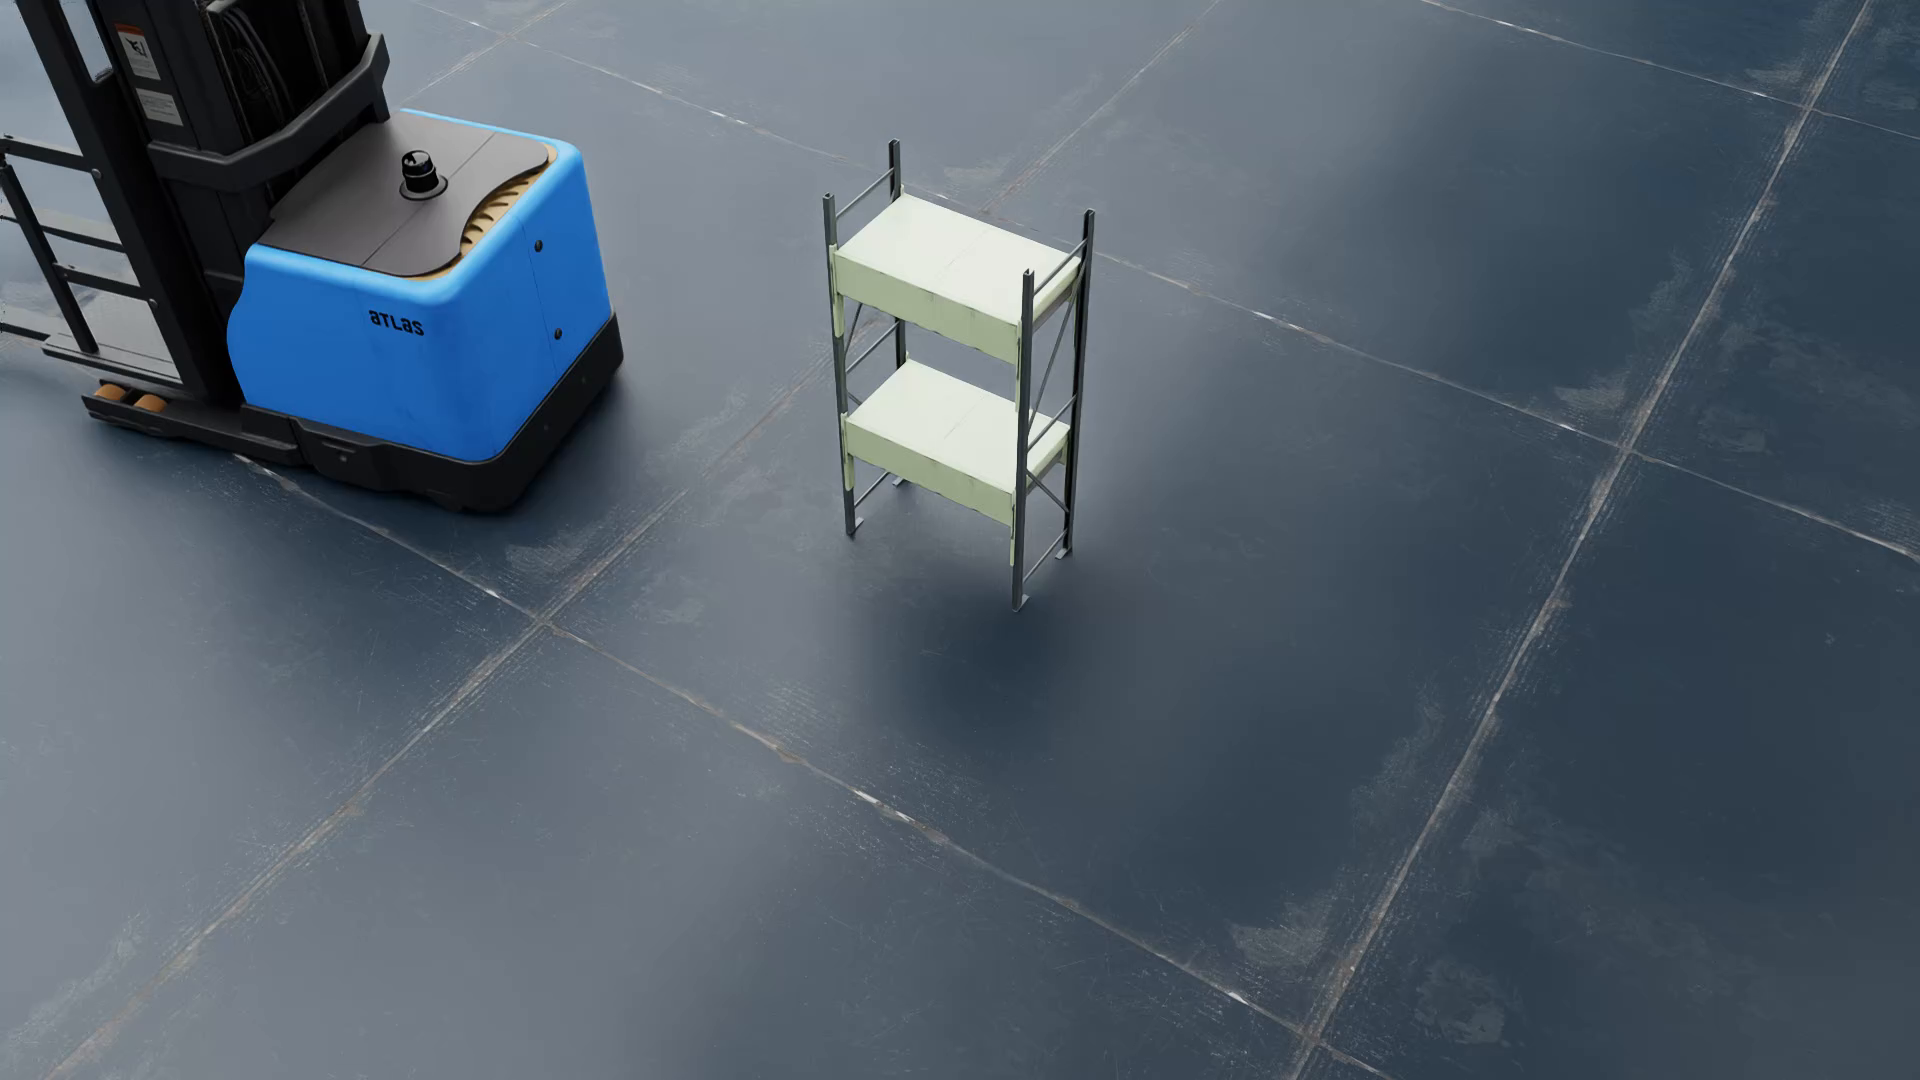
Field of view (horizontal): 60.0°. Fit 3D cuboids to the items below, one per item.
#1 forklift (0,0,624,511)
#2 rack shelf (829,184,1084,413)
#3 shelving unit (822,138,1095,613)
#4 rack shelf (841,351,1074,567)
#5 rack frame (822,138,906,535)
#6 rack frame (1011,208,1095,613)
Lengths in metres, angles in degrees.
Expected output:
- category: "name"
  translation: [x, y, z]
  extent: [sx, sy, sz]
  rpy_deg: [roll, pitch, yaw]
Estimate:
- category: "forklift"
  translation: [-2.965, -1.778, 5.934]
  extent: [3.031, 2.935, 1.130]
  rpy_deg: [14, 48, 14]
- category: "rack shelf"
  translation: [-0.006, -0.797, 5.435]
  extent: [0.720, 0.370, 0.431]
  rpy_deg: [25, 51, 22]
- category: "shelving unit"
  translation: [-0.006, -0.525, 5.715]
  extent: [0.755, 1.500, 0.431]
  rpy_deg: [25, 51, 22]
- category: "rack shelf"
  translation: [-0.006, -0.298, 5.948]
  extent: [0.720, 0.370, 0.431]
  rpy_deg: [25, 51, 22]
- category: "rack frame"
  translation: [-0.314, -0.667, 5.852]
  extent: [0.023, 1.500, 0.400]
  rpy_deg: [25, 51, 22]
- category: "rack frame"
  translation: [0.302, -0.384, 5.577]
  extent: [0.023, 1.500, 0.400]
  rpy_deg: [25, 51, 22]
